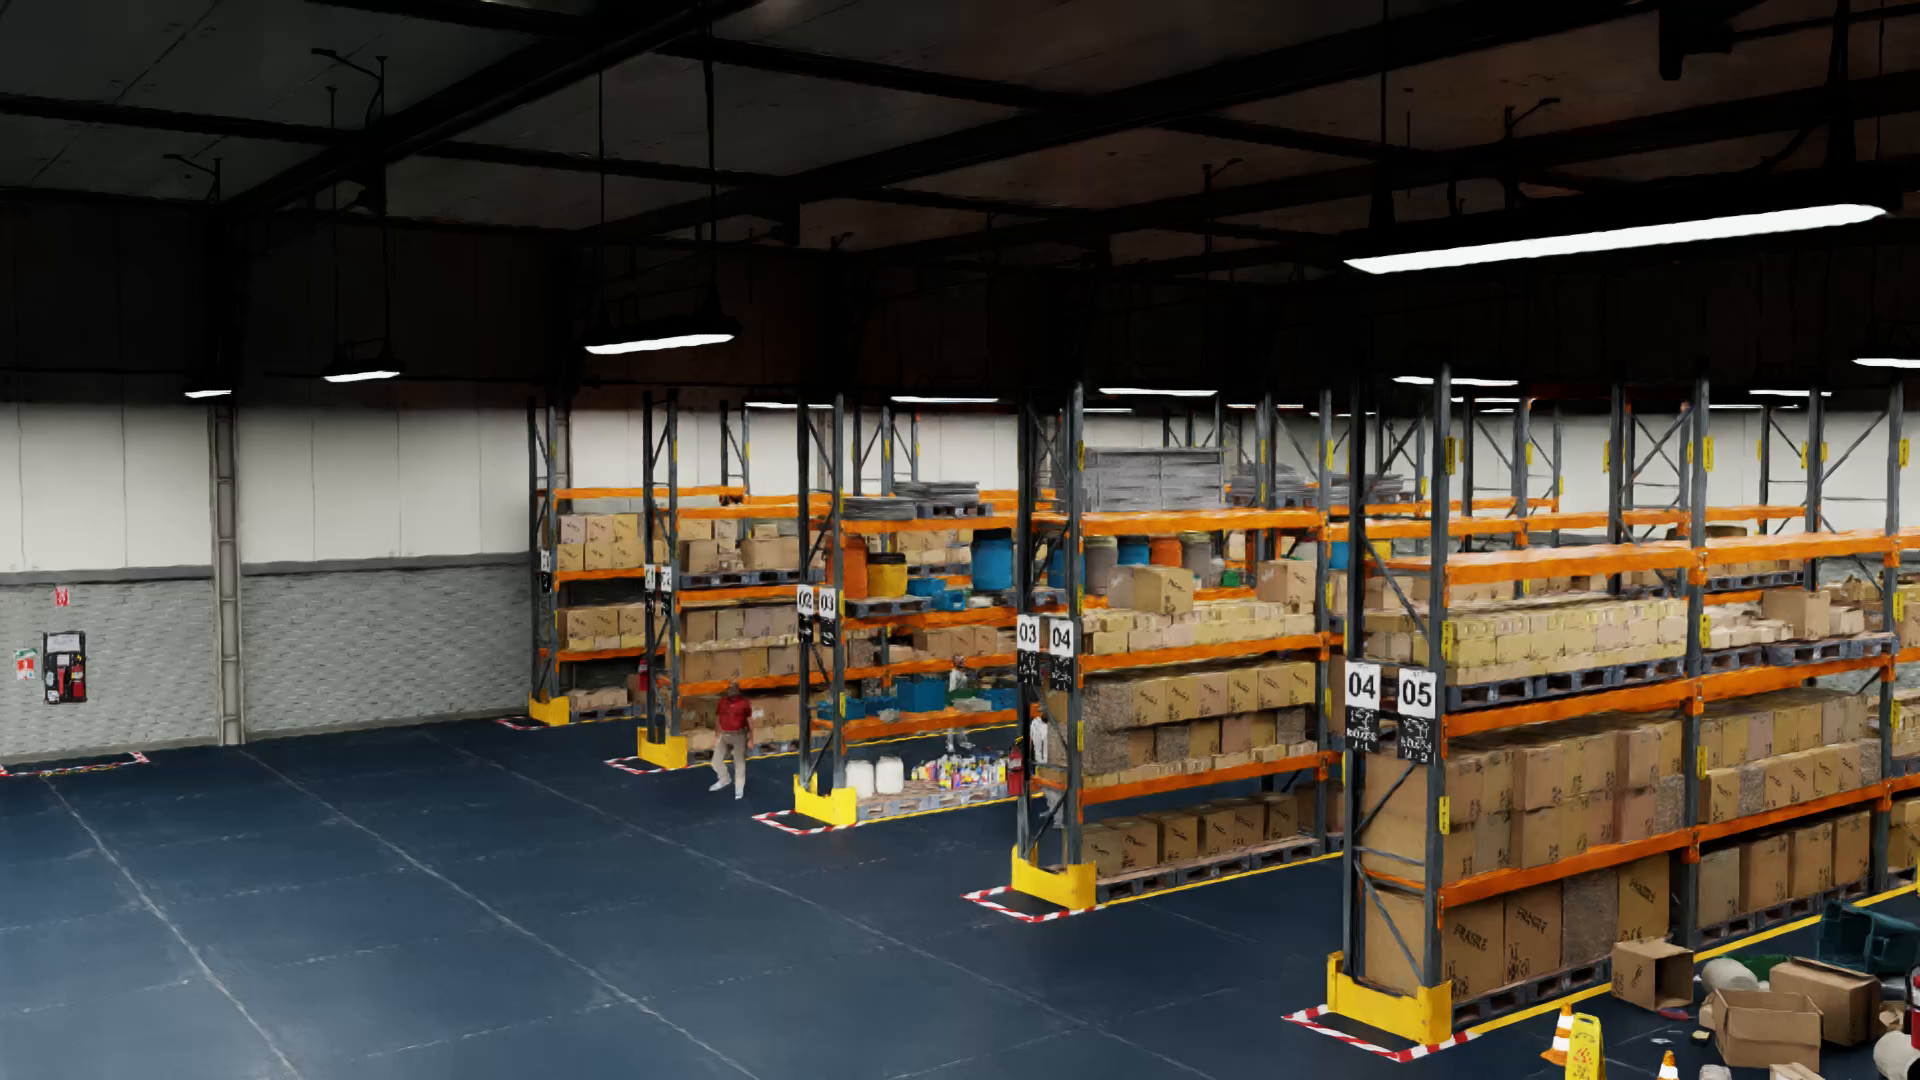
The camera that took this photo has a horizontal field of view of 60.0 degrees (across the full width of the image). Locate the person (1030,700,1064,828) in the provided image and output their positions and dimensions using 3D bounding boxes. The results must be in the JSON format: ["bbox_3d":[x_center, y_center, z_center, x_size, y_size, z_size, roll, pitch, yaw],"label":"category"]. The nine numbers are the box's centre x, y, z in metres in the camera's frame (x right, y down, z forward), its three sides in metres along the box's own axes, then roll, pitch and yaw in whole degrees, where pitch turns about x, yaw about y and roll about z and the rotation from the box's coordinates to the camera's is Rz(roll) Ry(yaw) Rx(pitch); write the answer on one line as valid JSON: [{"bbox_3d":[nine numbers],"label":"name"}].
[{"bbox_3d":[1.243,2.981,22.475,0.697,1.690,0.831,2,4,35],"label":"person"}]

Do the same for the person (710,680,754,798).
[{"bbox_3d":[-3.348,2.871,24.224,0.709,1.717,0.536,1,3,14],"label":"person"}]

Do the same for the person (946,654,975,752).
[{"bbox_3d":[-0.004,2.710,27.766,0.419,1.603,0.504,2,4,27],"label":"person"}]
